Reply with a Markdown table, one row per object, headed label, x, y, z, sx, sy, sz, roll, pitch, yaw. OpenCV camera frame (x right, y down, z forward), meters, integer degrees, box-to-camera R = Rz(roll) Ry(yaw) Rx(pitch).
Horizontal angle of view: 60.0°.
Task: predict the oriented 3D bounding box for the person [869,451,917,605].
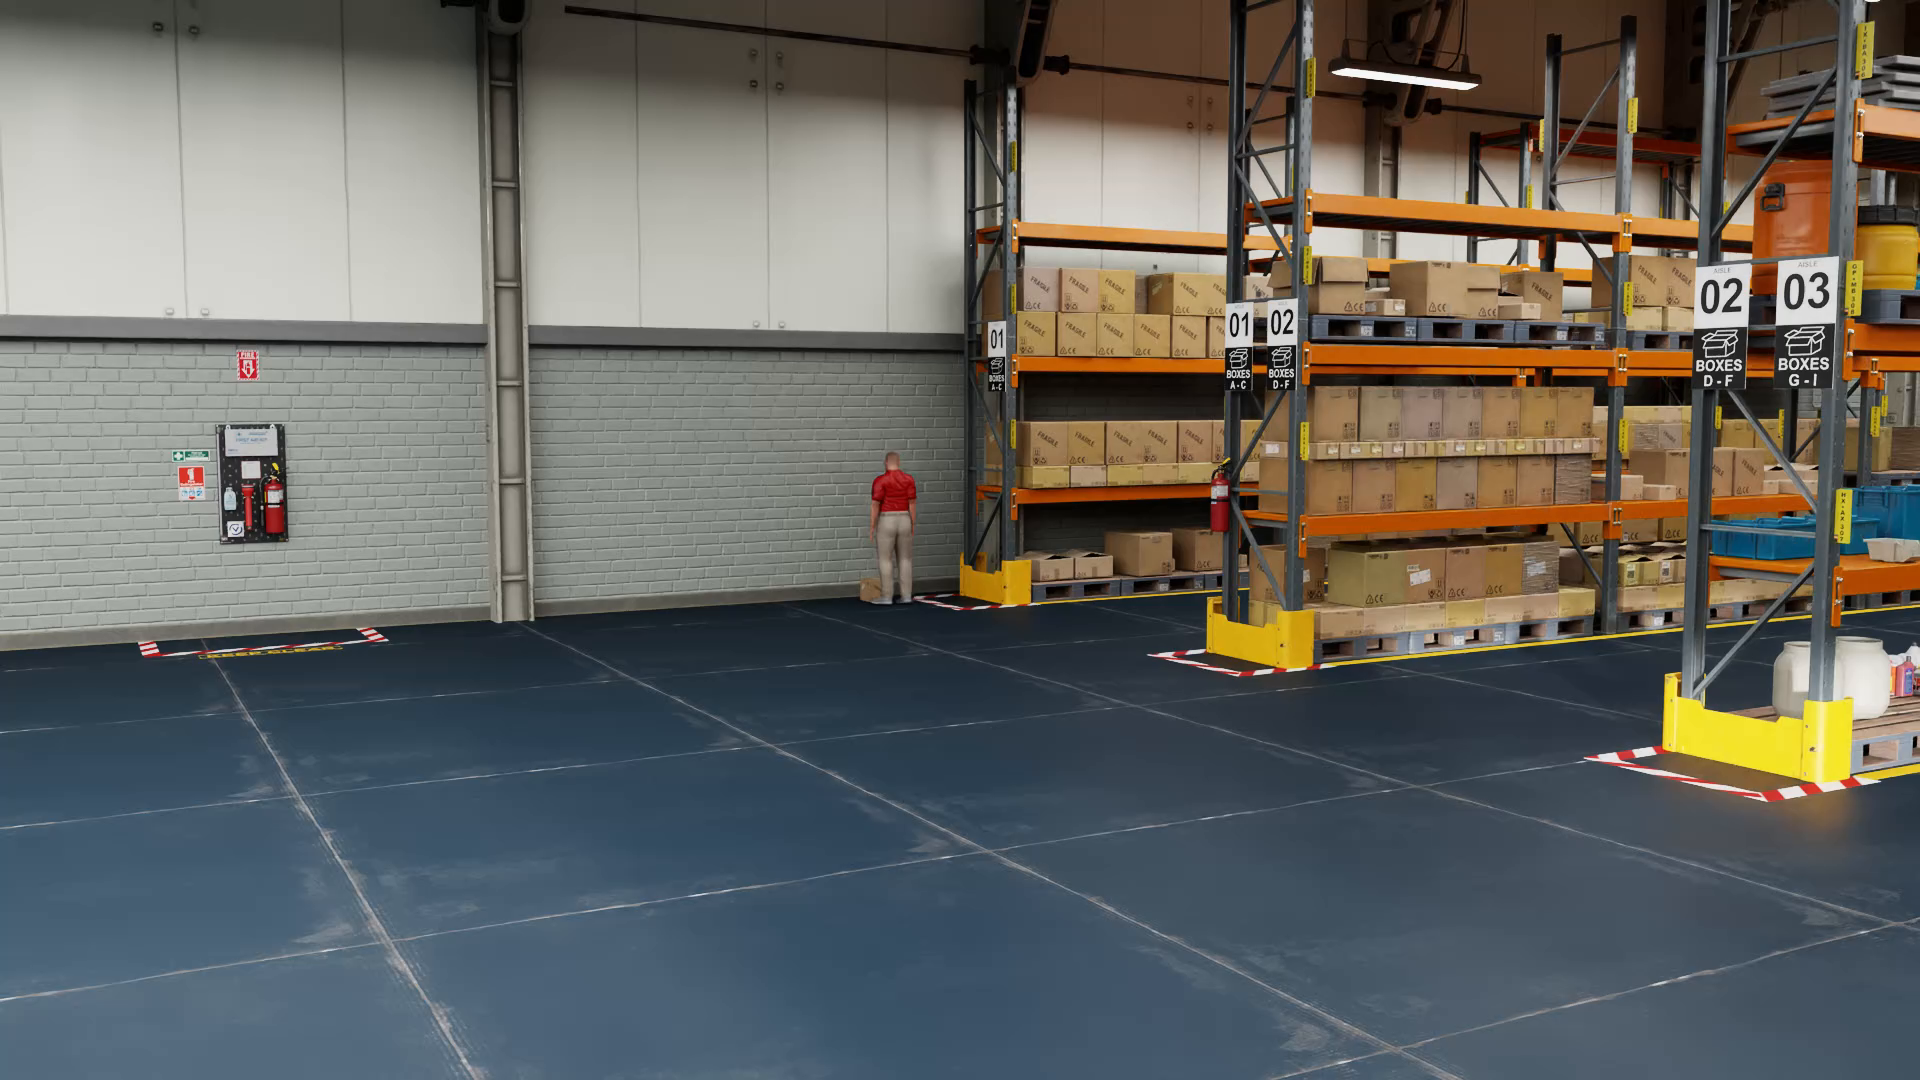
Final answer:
| label | x | y | z | sx | sy | sz | roll | pitch | yaw |
| --- | --- | --- | --- | --- | --- | --- | --- | --- | --- |
| person | -0.783 | -0.121 | 18.782 | 0.546 | 1.760 | 0.402 | -3 | 6 | -28 |
